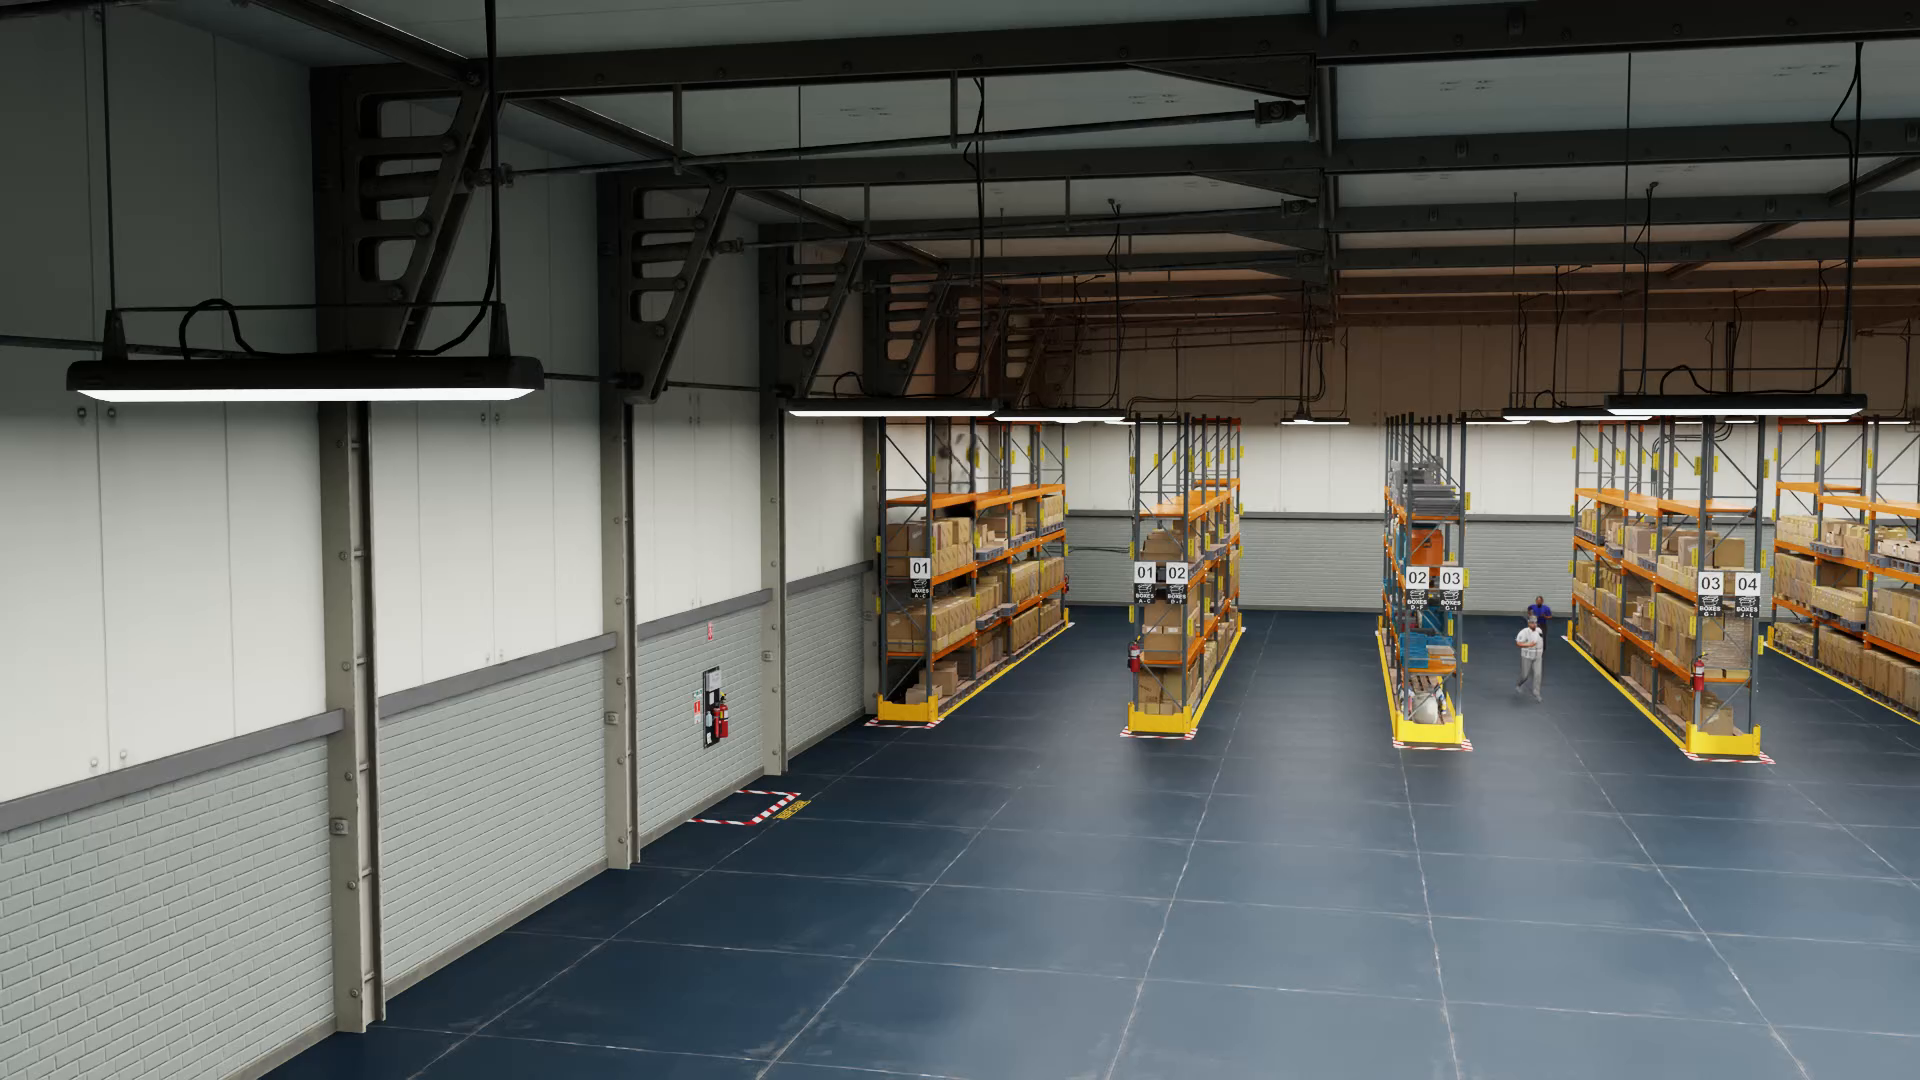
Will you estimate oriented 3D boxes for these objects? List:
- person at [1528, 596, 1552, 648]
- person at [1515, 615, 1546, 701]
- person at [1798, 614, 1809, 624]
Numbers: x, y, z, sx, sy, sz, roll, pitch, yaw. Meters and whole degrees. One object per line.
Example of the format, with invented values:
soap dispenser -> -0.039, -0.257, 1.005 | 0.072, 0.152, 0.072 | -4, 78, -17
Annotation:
person -> 14.178, 2.170, 40.683 | 0.570, 1.630, 0.905 | 1, 4, 19
person -> 12.001, 2.454, 34.980 | 0.681, 1.767, 0.926 | -1, 4, -8
person -> 22.652, 1.861, 44.359 | 0.791, 1.733, 0.714 | 0, 4, 7
